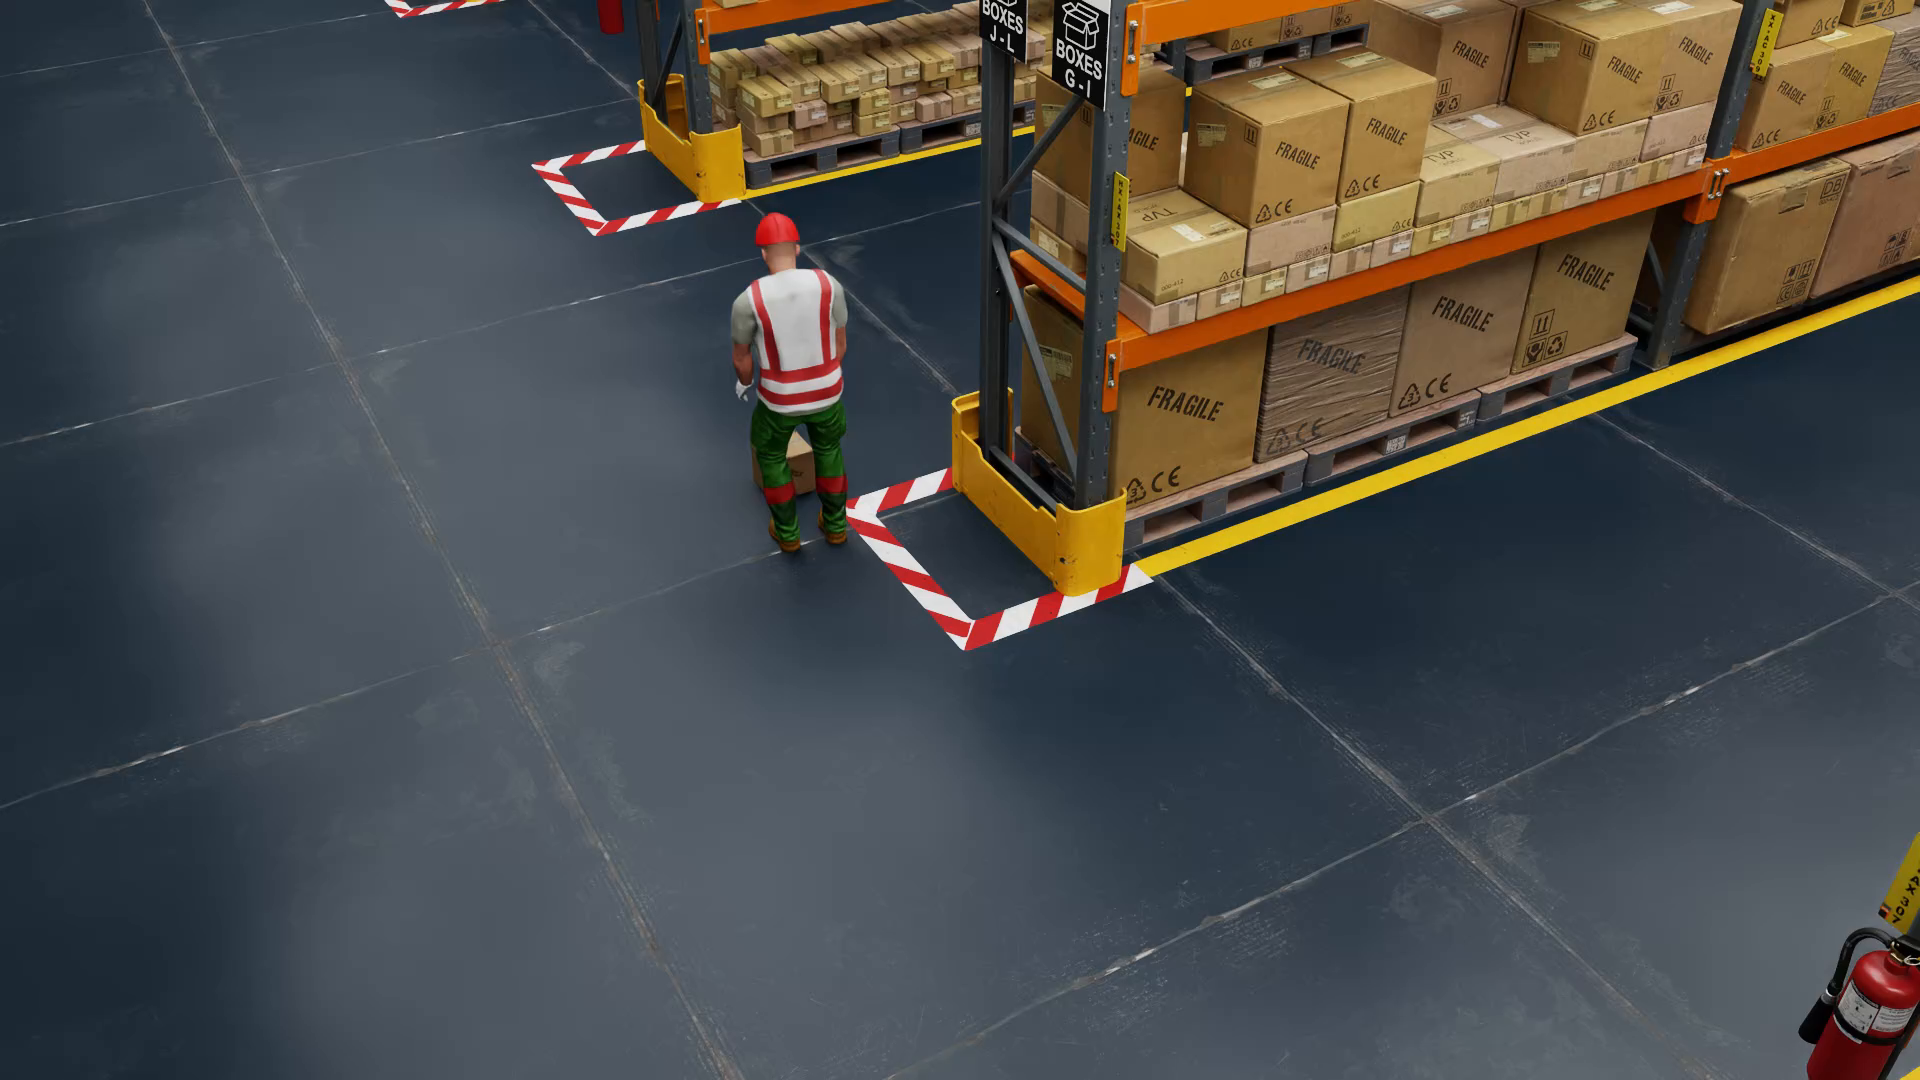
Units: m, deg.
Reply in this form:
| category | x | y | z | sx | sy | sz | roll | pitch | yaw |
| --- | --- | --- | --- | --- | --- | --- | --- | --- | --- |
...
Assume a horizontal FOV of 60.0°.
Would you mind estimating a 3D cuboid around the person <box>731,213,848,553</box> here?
| category | x | y | z | sx | sy | sz | roll | pitch | yaw |
| --- | --- | --- | --- | --- | --- | --- | --- | --- | --- |
| person | -0.802 | -0.723 | 7.942 | 0.547 | 1.724 | 0.477 | -10 | 38 | -14 |
